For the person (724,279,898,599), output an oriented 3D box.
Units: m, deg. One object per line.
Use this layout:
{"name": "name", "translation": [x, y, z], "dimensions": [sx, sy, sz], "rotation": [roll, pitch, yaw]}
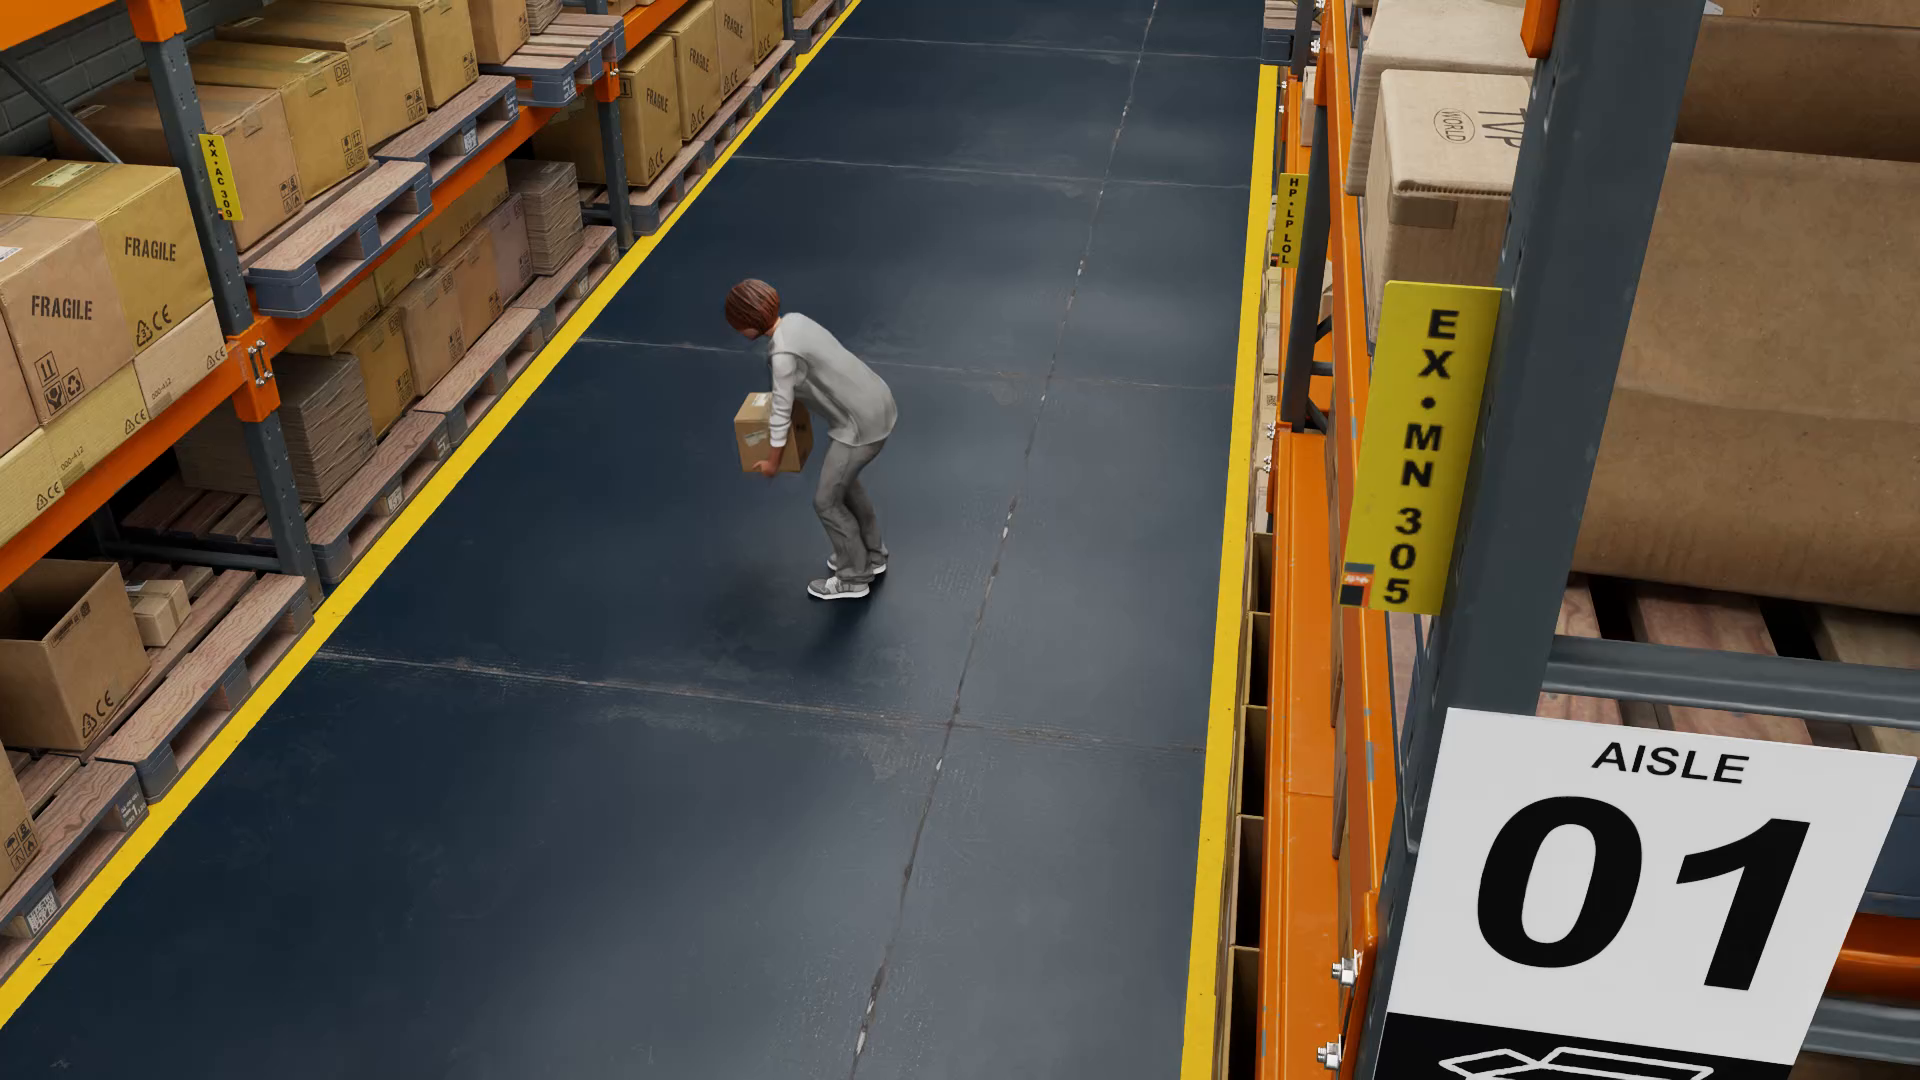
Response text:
{"name": "person", "translation": [-0.602, -0.409, 6.965], "dimensions": [0.687, 1.404, 0.383], "rotation": [5, 33, 7]}
